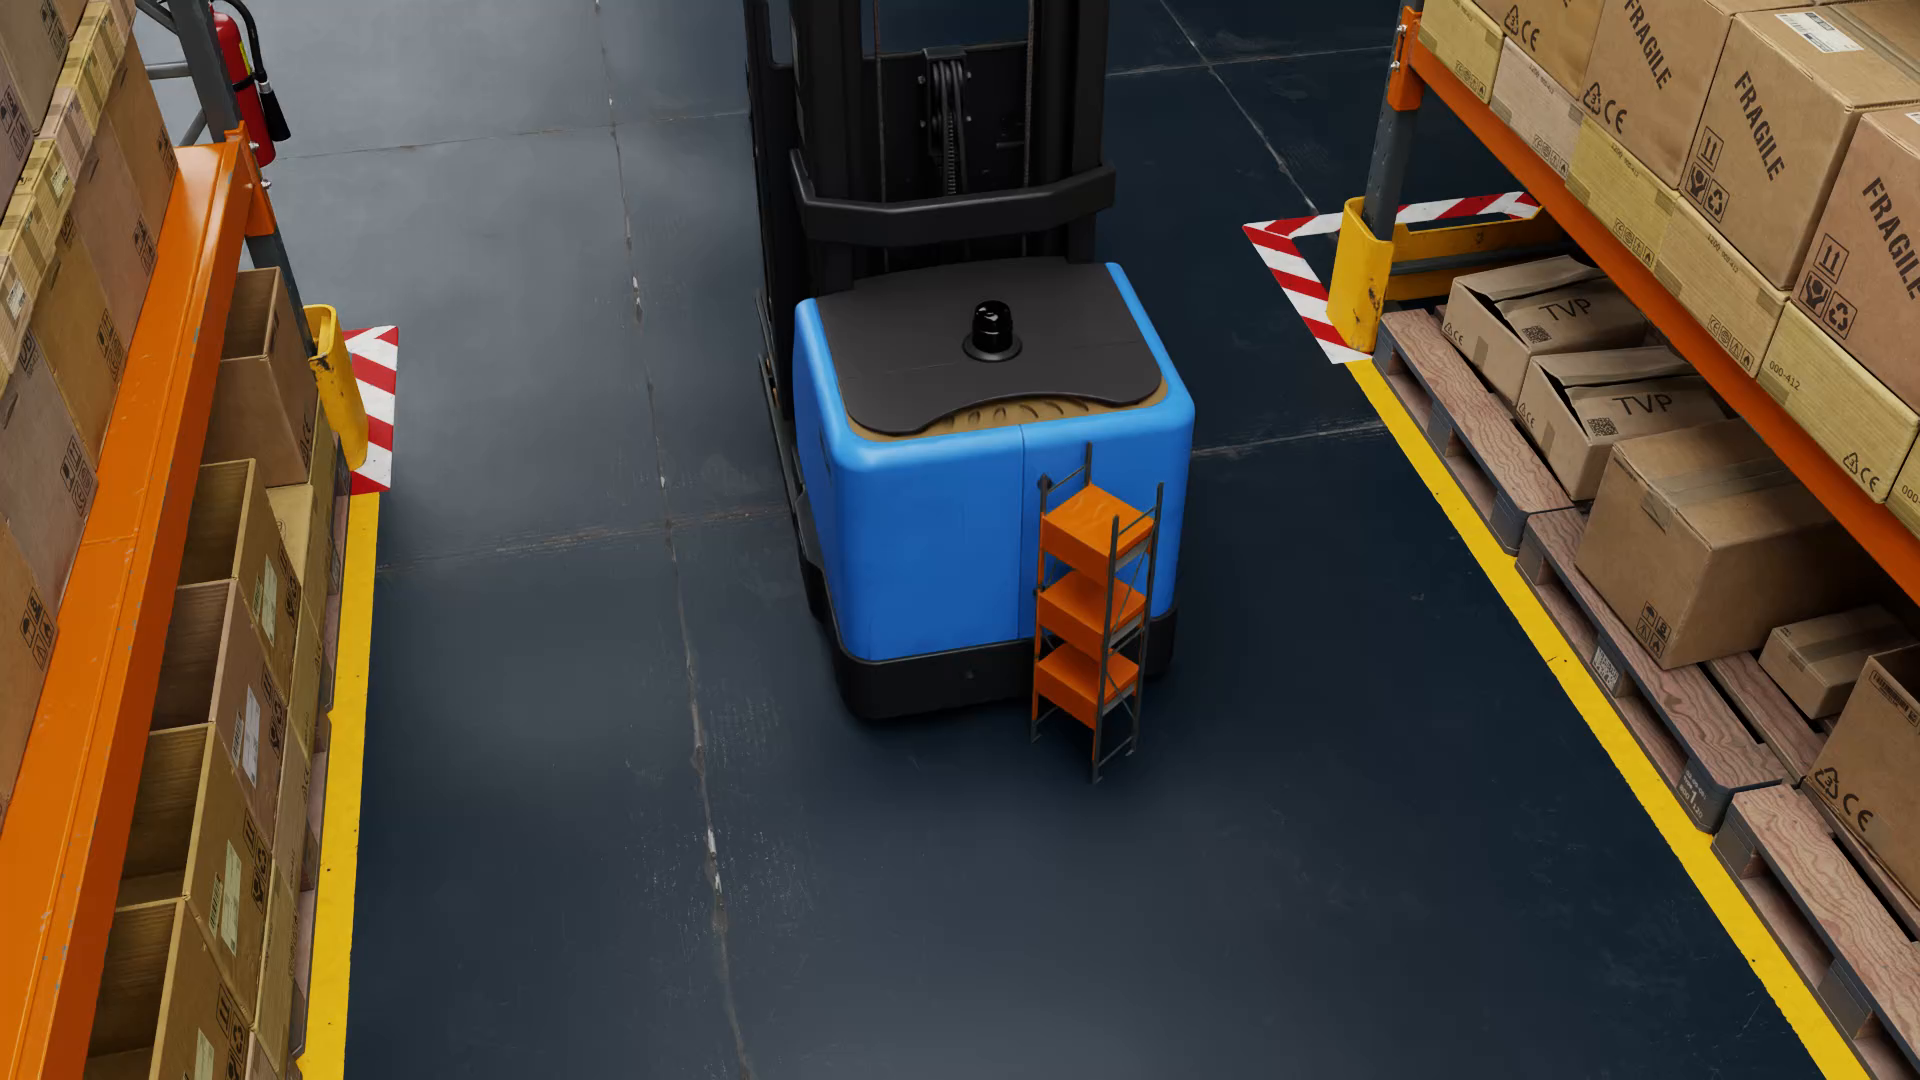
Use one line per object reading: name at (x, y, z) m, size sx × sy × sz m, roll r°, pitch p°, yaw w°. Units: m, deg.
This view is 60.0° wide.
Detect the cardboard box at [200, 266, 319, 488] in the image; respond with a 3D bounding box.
cardboard box at (-2.355, -0.492, 5.235) m, size 0.500 × 0.500 × 0.500 m, roll -8°, pitch 42°, yaw -9°

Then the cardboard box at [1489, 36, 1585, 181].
cardboard box at (1.996, -1.355, 5.115) m, size 0.500 × 0.250 × 0.500 m, roll -10°, pitch 42°, yaw -11°

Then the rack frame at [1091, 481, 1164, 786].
rack frame at (0.461, 0.288, 4.634) m, size 0.008 × 1.050 × 0.200 m, roll 32°, pitch 51°, yaw 31°

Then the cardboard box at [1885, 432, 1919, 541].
cardboard box at (2.440, -0.047, 3.641) m, size 0.500 × 0.250 × 0.500 m, roll -8°, pitch 42°, yaw -9°

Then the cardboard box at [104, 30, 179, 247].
cardboard box at (-2.673, -1.121, 4.678) m, size 0.700 × 0.500 × 0.500 m, roll -8°, pitch 42°, yaw -9°

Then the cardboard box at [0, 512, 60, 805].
cardboard box at (-2.225, 0.214, 3.174) m, size 0.700 × 0.500 × 0.500 m, roll -8°, pitch 42°, yaw -9°

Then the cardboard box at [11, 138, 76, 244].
cardboard box at (-2.271, -0.779, 3.804) m, size 0.380 × 0.149 × 0.250 m, roll -7°, pitch 42°, yaw -8°

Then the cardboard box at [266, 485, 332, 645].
cardboard box at (-2.238, 0.111, 5.120) m, size 0.500 × 0.250 × 0.500 m, roll -8°, pitch 42°, yaw -9°

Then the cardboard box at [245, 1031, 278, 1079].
cardboard box at (-1.805, 1.407, 3.660) m, size 0.500 × 0.250 × 0.500 m, roll -8°, pitch 42°, yaw -9°

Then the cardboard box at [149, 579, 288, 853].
cardboard box at (-2.018, 0.478, 4.142) m, size 0.500 × 0.500 × 0.500 m, roll -8°, pitch 42°, yaw -9°

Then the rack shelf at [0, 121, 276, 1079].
rack shelf at (-2.330, 0.177, 3.832) m, size 1.077 × 0.370 × 4.000 m, roll -8°, pitch 42°, yaw -9°

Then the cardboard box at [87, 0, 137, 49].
cardboard box at (-2.493, -1.448, 4.557) m, size 0.380 × 0.149 × 0.250 m, roll -9°, pitch 42°, yaw -10°

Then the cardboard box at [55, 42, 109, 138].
cardboard box at (-2.380, -1.112, 4.180) m, size 0.380 × 0.149 × 0.250 m, roll -9°, pitch 42°, yaw -10°

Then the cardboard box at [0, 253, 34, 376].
cardboard box at (-2.156, -0.442, 3.425) m, size 0.380 × 0.149 × 0.250 m, roll -9°, pitch 42°, yaw -10°

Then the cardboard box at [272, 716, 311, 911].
cardboard box at (-2.022, 0.759, 4.390) m, size 0.500 × 0.250 × 0.500 m, roll -8°, pitch 42°, yaw -9°

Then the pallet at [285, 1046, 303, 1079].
pallet at (-2.029, 1.726, 3.646) m, size 1.003 × 0.211 × 1.213 m, roll -8°, pitch 42°, yaw -9°

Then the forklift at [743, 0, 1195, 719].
forklift at (-0.146, -1.543, 5.280) m, size 1.130 × 2.935 × 3.031 m, roll -8°, pitch 42°, yaw -9°

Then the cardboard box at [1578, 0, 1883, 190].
cardboard box at (2.087, -1.322, 4.513) m, size 0.500 × 0.500 × 0.500 m, roll -10°, pitch 42°, yaw -11°

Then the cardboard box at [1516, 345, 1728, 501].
cardboard box at (2.259, -0.428, 5.667) m, size 0.500 × 0.311 × 0.500 m, roll -5°, pitch 42°, yaw -6°

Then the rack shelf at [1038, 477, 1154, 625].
rack shelf at (0.373, 0.028, 4.516) m, size 0.240 × 0.259 × 0.215 m, roll 32°, pitch 51°, yaw 31°

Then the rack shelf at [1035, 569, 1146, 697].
rack shelf at (0.373, 0.240, 4.704) m, size 0.240 × 0.259 × 0.215 m, roll 32°, pitch 51°, yaw 31°

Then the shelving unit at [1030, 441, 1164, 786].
shelving unit at (0.373, 0.232, 4.697) m, size 0.252 × 1.050 × 0.215 m, roll 32°, pitch 51°, yaw 31°

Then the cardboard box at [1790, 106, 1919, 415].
cardboard box at (2.322, -0.652, 3.758) m, size 0.500 × 0.500 × 0.500 m, roll -9°, pitch 42°, yaw -11°

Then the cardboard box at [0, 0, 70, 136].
cardboard box at (-2.543, -1.232, 3.825) m, size 0.700 × 0.500 × 0.500 m, roll -9°, pitch 42°, yaw -10°

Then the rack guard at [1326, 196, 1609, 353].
rack guard at (2.091, -1.116, 6.631) m, size 1.175 × 0.500 × 0.348 m, roll -8°, pitch 42°, yaw -9°

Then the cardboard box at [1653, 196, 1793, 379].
cardboard box at (2.207, -0.696, 4.373) m, size 0.500 × 0.250 × 0.500 m, roll -8°, pitch 42°, yaw -9°

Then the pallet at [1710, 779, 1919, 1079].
pallet at (2.759, 1.105, 4.346) m, size 1.003 × 0.211 × 1.213 m, roll -8°, pitch 42°, yaw -9°

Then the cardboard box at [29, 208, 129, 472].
cardboard box at (-2.454, -0.459, 3.932) m, size 0.700 × 0.500 × 0.500 m, roll -8°, pitch 42°, yaw -9°

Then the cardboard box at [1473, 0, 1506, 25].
cardboard box at (1.884, -1.980, 5.254) m, size 0.500 × 0.500 × 0.500 m, roll -8°, pitch 42°, yaw -9°

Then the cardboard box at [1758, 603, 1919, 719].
cardboard box at (2.612, 0.355, 4.907) m, size 0.380 × 0.149 × 0.250 m, roll -12°, pitch 43°, yaw -13°

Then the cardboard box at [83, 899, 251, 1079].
cardboard box at (-1.808, 1.127, 3.411) m, size 0.500 × 0.500 × 0.500 m, roll -8°, pitch 42°, yaw -9°

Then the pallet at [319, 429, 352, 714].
pallet at (-2.556, 0.144, 5.428) m, size 1.003 × 0.211 × 1.213 m, roll -8°, pitch 42°, yaw -9°

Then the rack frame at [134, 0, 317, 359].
rack frame at (-2.762, -1.388, 5.054) m, size 1.000 × 3.000 × 0.127 m, roll -8°, pitch 42°, yaw -9°

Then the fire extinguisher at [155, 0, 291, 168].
fire extinguisher at (-2.333, -1.502, 5.241) m, size 0.296 × 0.674 × 0.183 m, roll -8°, pitch 42°, yaw -9°
